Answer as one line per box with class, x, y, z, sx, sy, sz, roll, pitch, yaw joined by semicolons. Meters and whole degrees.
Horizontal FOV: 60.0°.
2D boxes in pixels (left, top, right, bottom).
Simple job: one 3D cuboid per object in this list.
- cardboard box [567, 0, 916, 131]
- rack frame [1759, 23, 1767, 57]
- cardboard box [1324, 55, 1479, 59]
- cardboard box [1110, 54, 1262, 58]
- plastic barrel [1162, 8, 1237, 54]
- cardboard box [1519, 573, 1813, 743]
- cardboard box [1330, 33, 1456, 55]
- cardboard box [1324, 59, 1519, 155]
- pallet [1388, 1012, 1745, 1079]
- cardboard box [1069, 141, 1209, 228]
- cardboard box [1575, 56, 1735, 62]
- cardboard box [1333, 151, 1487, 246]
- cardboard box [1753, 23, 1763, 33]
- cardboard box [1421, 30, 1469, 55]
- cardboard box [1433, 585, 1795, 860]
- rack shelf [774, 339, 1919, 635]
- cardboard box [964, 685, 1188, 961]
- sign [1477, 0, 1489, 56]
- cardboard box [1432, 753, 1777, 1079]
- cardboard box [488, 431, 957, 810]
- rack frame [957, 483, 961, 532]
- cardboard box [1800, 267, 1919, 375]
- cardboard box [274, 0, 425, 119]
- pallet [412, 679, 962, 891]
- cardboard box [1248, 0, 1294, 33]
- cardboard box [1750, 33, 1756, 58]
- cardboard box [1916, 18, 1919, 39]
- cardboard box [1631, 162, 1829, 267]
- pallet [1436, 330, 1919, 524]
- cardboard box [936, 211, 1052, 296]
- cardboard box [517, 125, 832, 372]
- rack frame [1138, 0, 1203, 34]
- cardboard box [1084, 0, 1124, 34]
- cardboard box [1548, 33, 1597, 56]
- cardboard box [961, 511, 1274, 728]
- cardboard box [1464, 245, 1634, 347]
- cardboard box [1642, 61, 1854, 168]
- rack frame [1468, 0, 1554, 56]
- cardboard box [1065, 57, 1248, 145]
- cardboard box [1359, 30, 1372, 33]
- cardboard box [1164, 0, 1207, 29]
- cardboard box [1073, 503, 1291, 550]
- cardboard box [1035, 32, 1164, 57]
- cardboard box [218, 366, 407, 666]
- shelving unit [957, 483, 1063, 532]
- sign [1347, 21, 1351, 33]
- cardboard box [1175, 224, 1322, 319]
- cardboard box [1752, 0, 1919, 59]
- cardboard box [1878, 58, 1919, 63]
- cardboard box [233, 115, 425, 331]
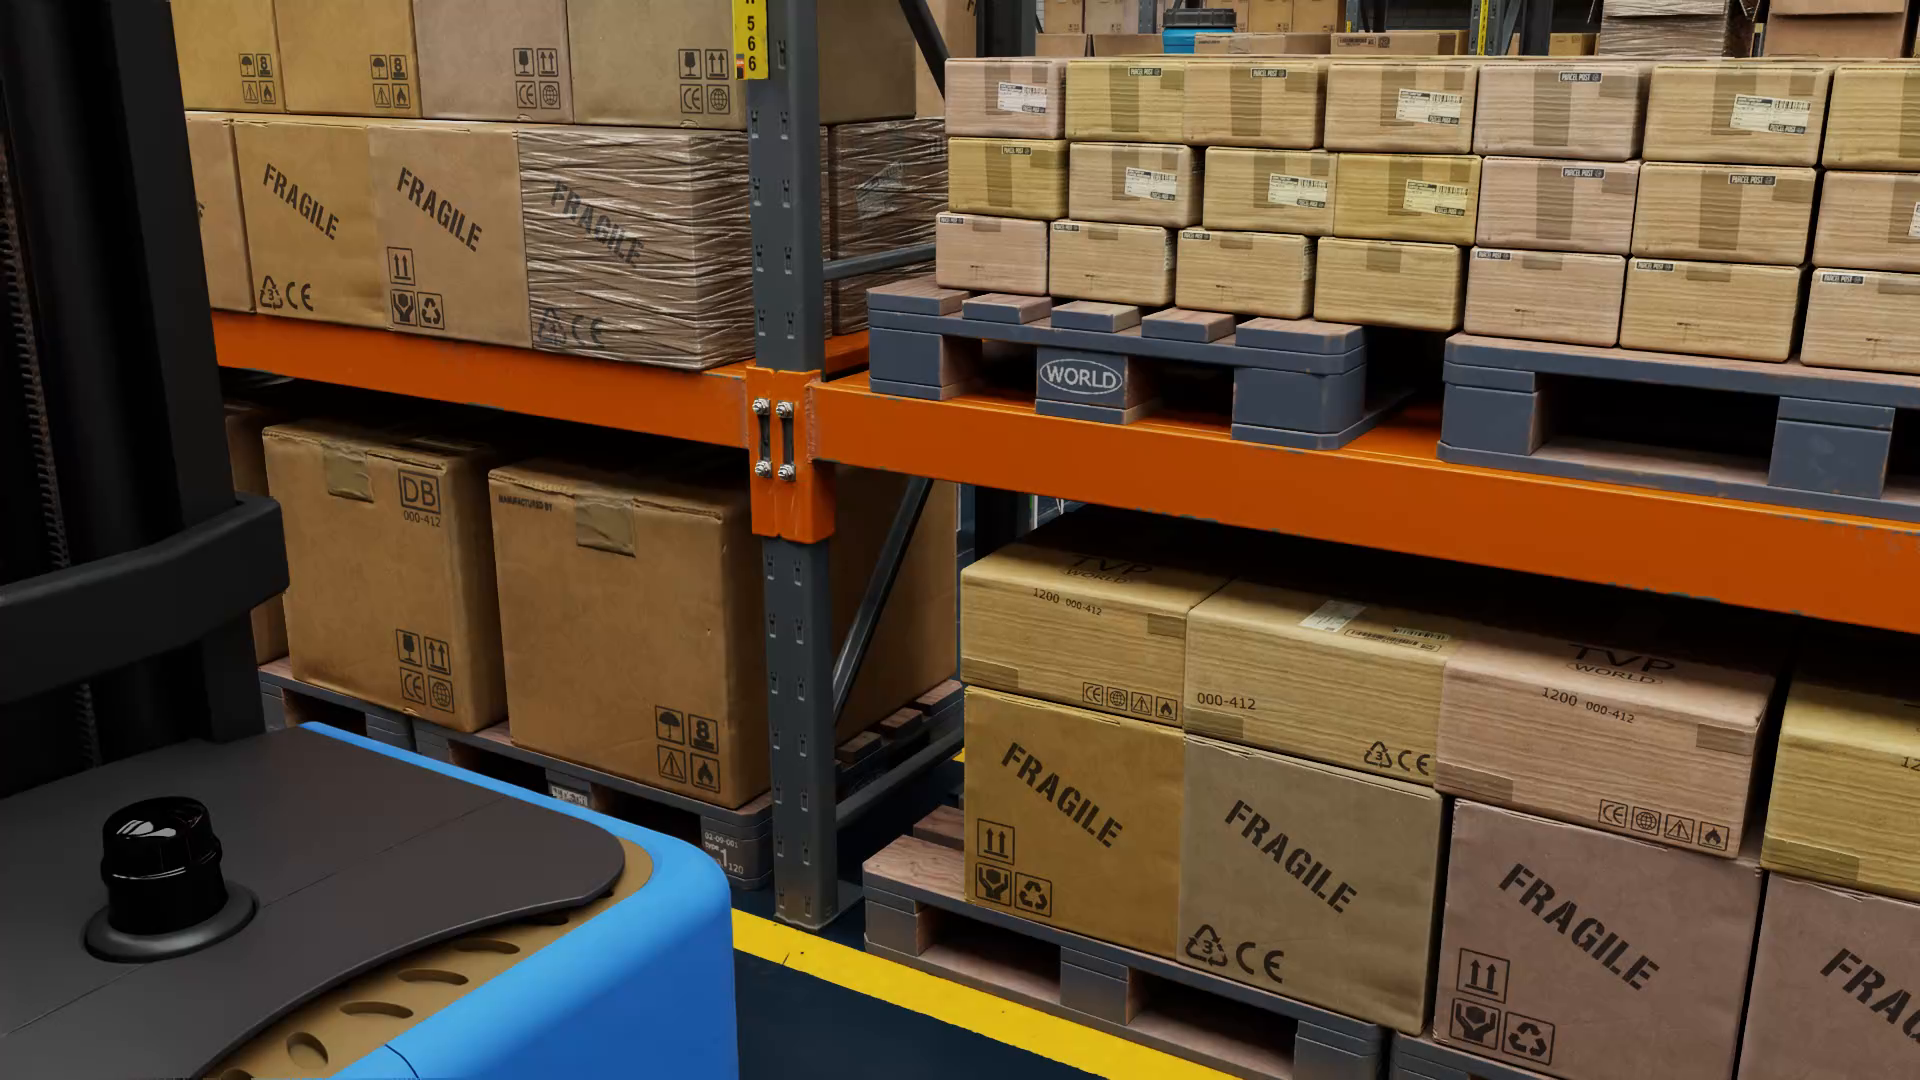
cardboard box;-0.501;-1.248;3.936;0.500;0.500;0.700;10;20;30
rack frame;7.746;-4.317;15.931;0.127;3.000;1.000;10;20;30
cardboard box;0.970;-0.977;3.621;0.250;0.149;0.380;11;20;32
cardboard box;0.534;-1.055;3.880;0.250;0.149;0.380;9;19;28
plastic barrel;1.913;-3.805;13.384;0.708;0.901;0.600;10;20;30
cardboard box;1.457;0.180;3.416;0.500;0.250;0.500;11;20;31
cardboard box;2.077;-2.185;8.018;0.500;0.500;0.500;8;18;23
cardboard box;0.831;-0.779;2.970;0.250;0.149;0.380;9;19;28
pallet;1.577;0.989;3.264;1.213;0.211;1.003;10;20;30
cardboard box;0.416;-0.710;3.255;0.250;0.149;0.380;11;20;33
cardboard box;1.402;-0.899;3.365;0.250;0.149;0.380;10;20;30
cardboard box;0.860;-0.632;2.998;0.250;0.149;0.380;10;20;30
cardboard box;9.744;-6.203;20.097;0.250;0.149;0.380;7;18;21
cardboard box;6.362;-6.445;21.870;0.500;0.500;0.500;10;20;30
cardboard box;1.185;0.306;3.001;0.500;0.250;0.500;10;20;30
rack shelf;1.581;-0.002;2.966;4.000;0.370;1.077;10;20;30
cardboard box;0.346;0.515;3.603;0.500;0.500;0.500;9;19;28
sign;2.282;-2.244;7.252;0.005;0.325;0.100;10;20;30
cardboard box;1.216;0.668;3.101;0.500;0.500;0.500;10;19;29
cardboard box;-0.595;0.110;4.507;0.750;0.750;1.050;10;19;29
rack frame;-0.067;-0.586;6.746;0.015;1.200;0.240;10;20;30
cardboard box;1.504;-0.372;2.656;0.250;0.149;0.380;9;19;28
cardboard box;-1.371;-1.402;4.443;0.500;0.500;0.700;10;19;29
pallet;-0.756;0.545;4.724;1.213;0.211;1.003;10;20;30
cardboard box;3.525;-5.736;18.200;0.500;0.500;0.700;10;20;30
cardboard box;9.439;-5.950;20.379;0.500;0.500;0.700;8;19;25
cardboard box;11.046;-5.888;19.096;0.500;0.250;0.500;10;19;29
cardboard box;1.281;-0.555;2.745;0.250;0.149;0.380;10;20;30
pallet;1.585;-0.268;2.933;1.213;0.211;1.003;10;20;30
cardboard box;0.152;-0.613;3.450;0.250;0.149;0.380;10;19;29
cardboard box;-0.648;-0.701;3.855;0.500;0.500;0.500;10;20;30
rack frame;1.742;-3.699;13.897;0.127;3.000;1.000;10;20;30
cardboard box;1.816;-6.041;19.205;0.500;0.500;0.700;10;19;29
cardboard box;7.815;-6.238;21.328;0.500;0.500;0.700;13;21;36
cardboard box;0.337;0.150;3.513;0.500;0.250;0.500;9;19;28
cardboard box;1.070;-0.451;2.915;0.250;0.149;0.380;11;20;32
cardboard box;1.290;-0.698;2.705;0.250;0.149;0.380;11;20;32
rack frame;2.558;-1.864;7.856;0.127;3.000;1.000;10;20;30
cardboard box;0.399;-0.858;3.230;0.250;0.149;0.380;10;19;29
cardboard box;5.510;-6.598;22.376;0.500;0.500;0.500;9;19;28
cardboard box;2.673;-5.889;18.702;0.500;0.500;0.700;10;20;30
cardboard box;0.596;0.025;3.927;0.500;0.250;0.500;10;19;29
cardboard box;0.675;-2.482;8.990;0.637;0.503;0.797;13;21;36
cardboard box;-2.136;-0.164;5.408;0.750;0.750;1.050;10;20;30
shelving unit;0.141;-0.549;6.624;0.503;1.200;0.258;10;20;30
sign;4.048;-5.240;17.344;0.005;0.325;0.100;10;20;30
cardboard box;0.611;-0.532;3.180;0.250;0.149;0.380;11;20;33
cardboard box;3.727;-2.177;6.988;0.637;0.503;0.797;11;20;31
cardboard box;1.856;-0.818;3.100;0.250;0.149;0.380;11;20;32
cardboard box;-1.498;-0.853;4.356;0.500;0.500;0.500;10;19;29
